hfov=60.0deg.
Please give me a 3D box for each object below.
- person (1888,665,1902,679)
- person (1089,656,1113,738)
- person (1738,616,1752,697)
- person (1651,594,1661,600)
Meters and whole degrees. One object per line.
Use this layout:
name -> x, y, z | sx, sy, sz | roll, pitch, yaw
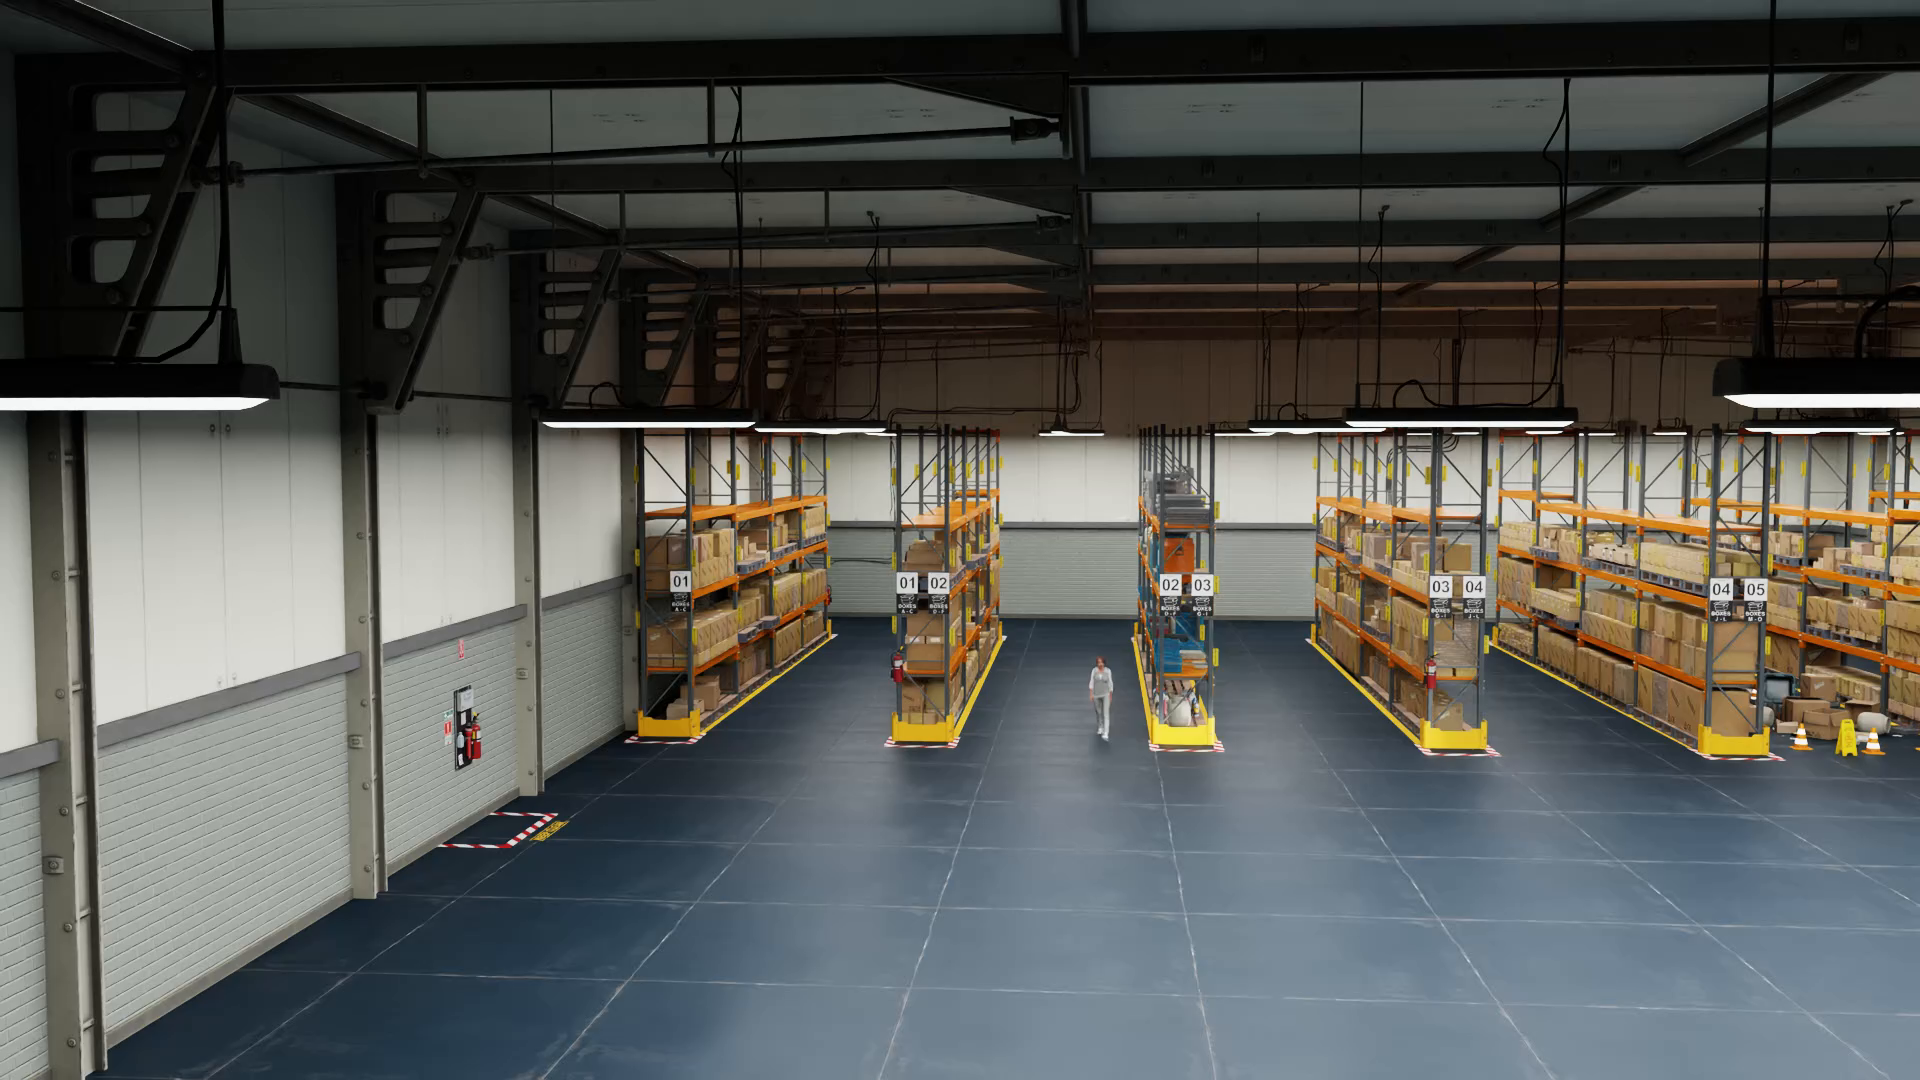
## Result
person -> 21.900, 2.486, 38.795 | 0.538, 1.783, 0.529 | -1, 4, -11
person -> 2.699, 2.994, 31.818 | 0.449, 1.549, 0.949 | 1, 4, 19
person -> 17.458, 2.591, 36.955 | 0.509, 1.807, 0.542 | 0, 3, -6
person -> 18.504, 2.217, 44.218 | 0.476, 1.603, 0.894 | -2, 4, -33
